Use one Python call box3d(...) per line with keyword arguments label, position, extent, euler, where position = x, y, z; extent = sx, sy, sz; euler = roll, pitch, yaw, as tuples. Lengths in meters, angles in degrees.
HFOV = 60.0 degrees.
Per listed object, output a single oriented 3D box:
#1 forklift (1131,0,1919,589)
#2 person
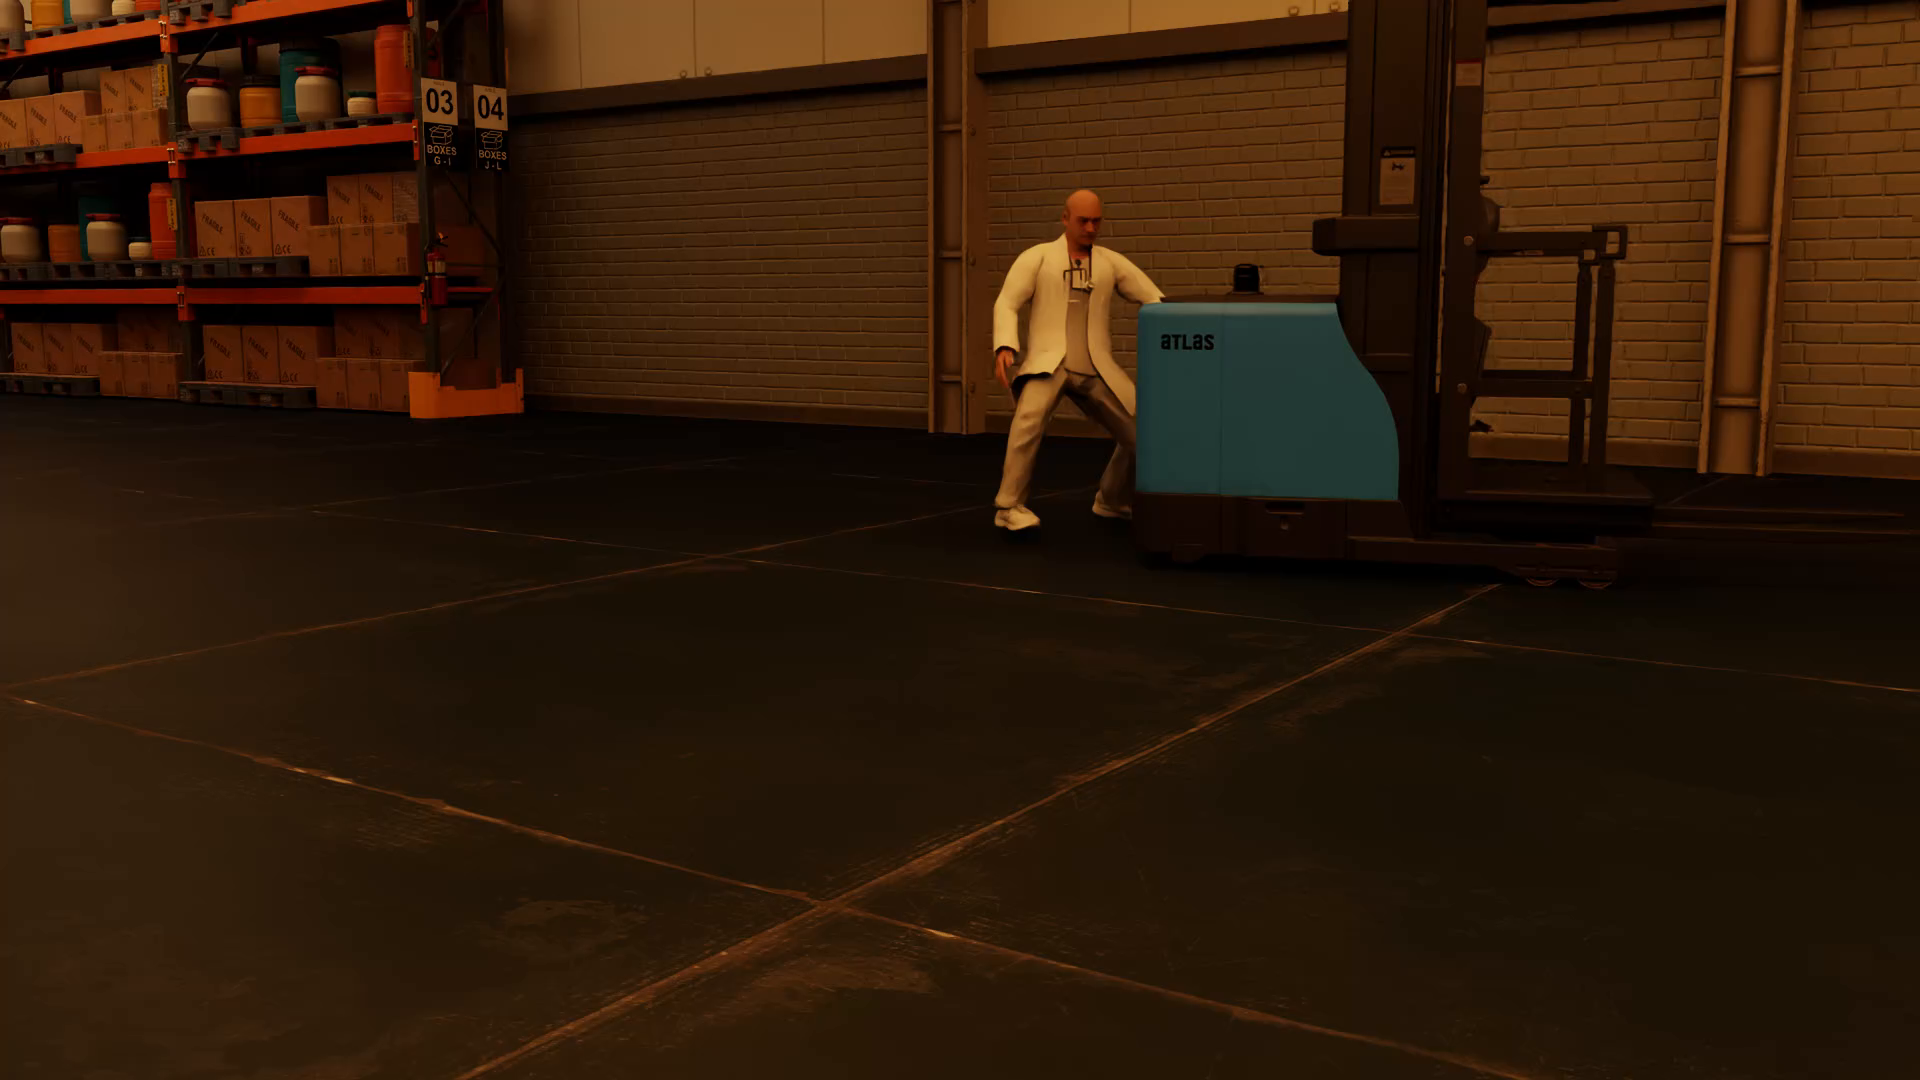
box3d(label="forklift", position=(2.280, -1.348, 6.669), extent=(3.031, 2.935, 1.130), euler=(2, 8, 16))
box3d(label="person", position=(0.613, -0.827, 7.886), extent=(1.011, 1.640, 0.879), euler=(-2, 8, -12))
